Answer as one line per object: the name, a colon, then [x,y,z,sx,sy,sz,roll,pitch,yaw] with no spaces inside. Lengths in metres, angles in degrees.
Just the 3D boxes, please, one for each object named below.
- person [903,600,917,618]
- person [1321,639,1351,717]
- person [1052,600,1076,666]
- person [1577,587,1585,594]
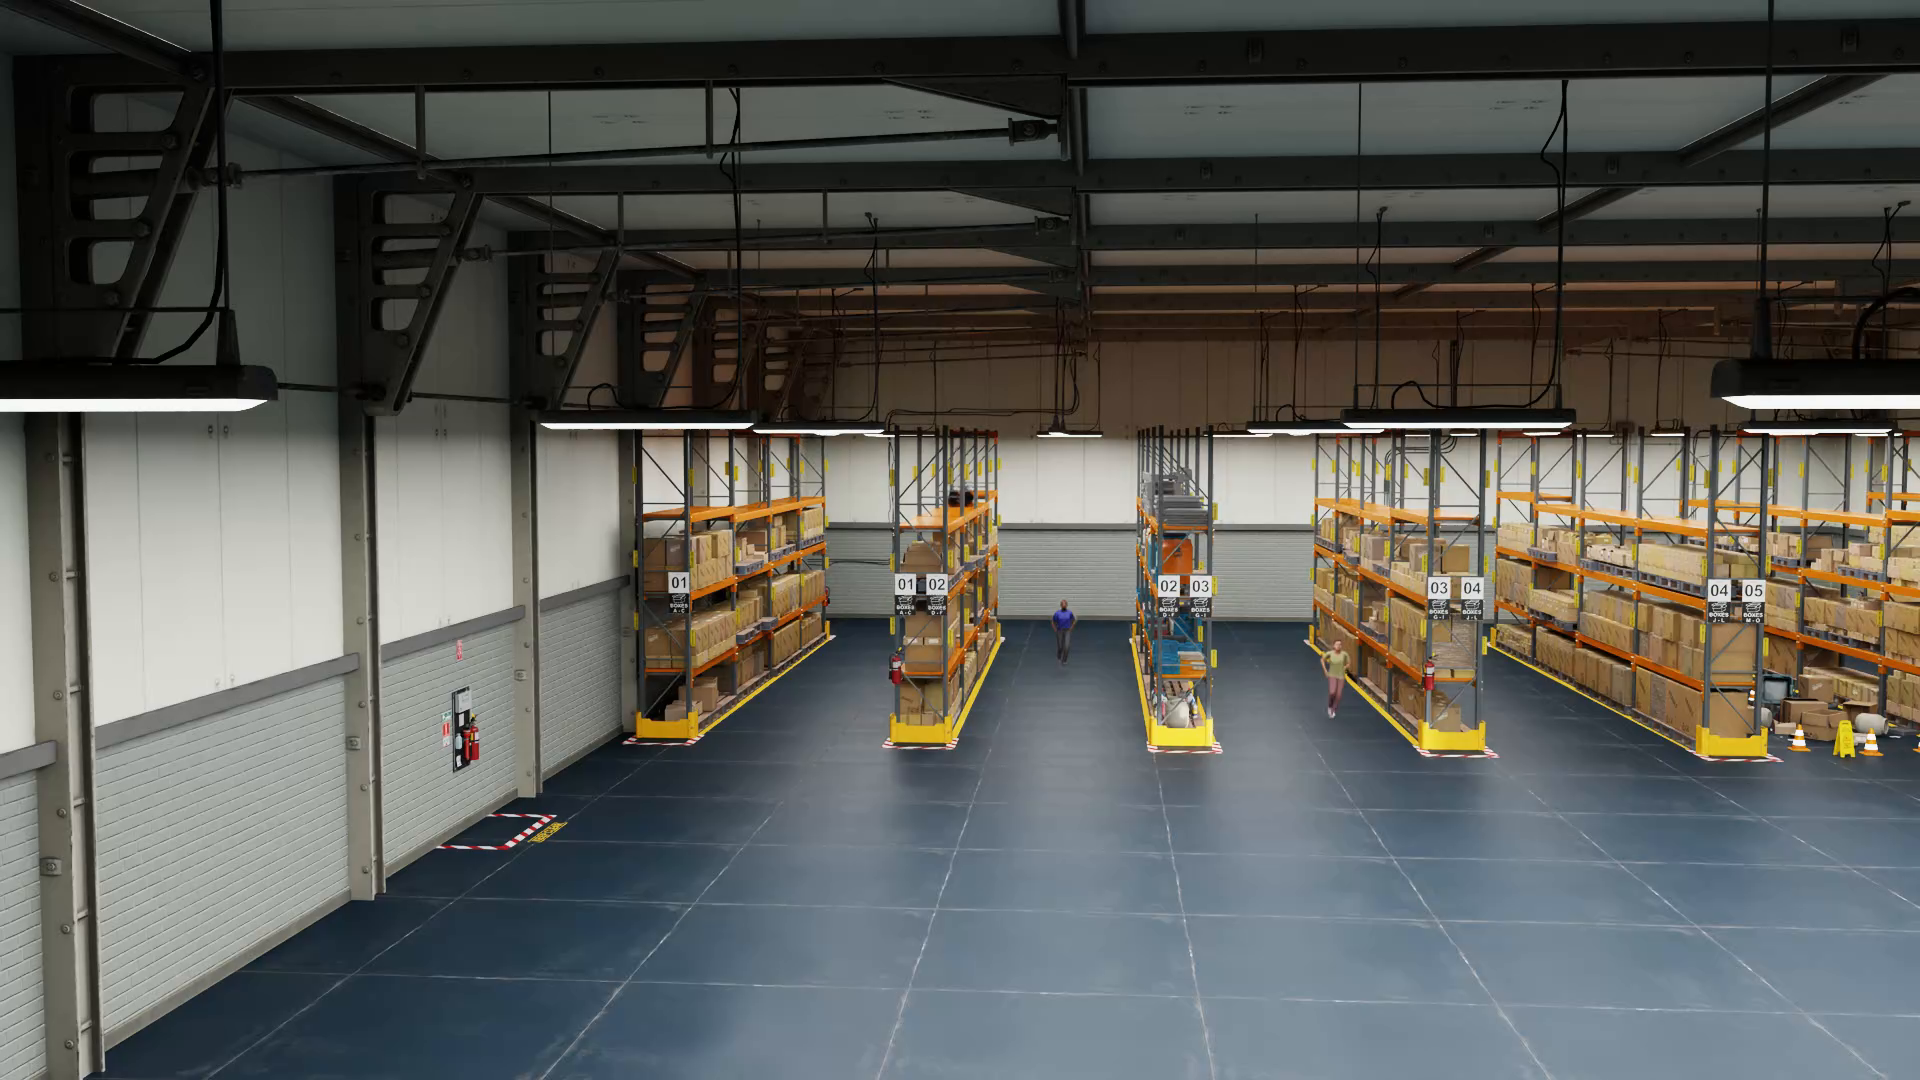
person: [-1.217,2.083,43.105,0.638,1.763,0.784,0,3,-2]
person: [7.742,2.840,34.191,0.578,1.627,0.617,0,3,2]
person: [2.514,2.242,40.241,0.582,1.584,0.614,0,3,-2]
person: [16.848,2.142,45.101,0.695,1.760,0.916,0,3,-4]
